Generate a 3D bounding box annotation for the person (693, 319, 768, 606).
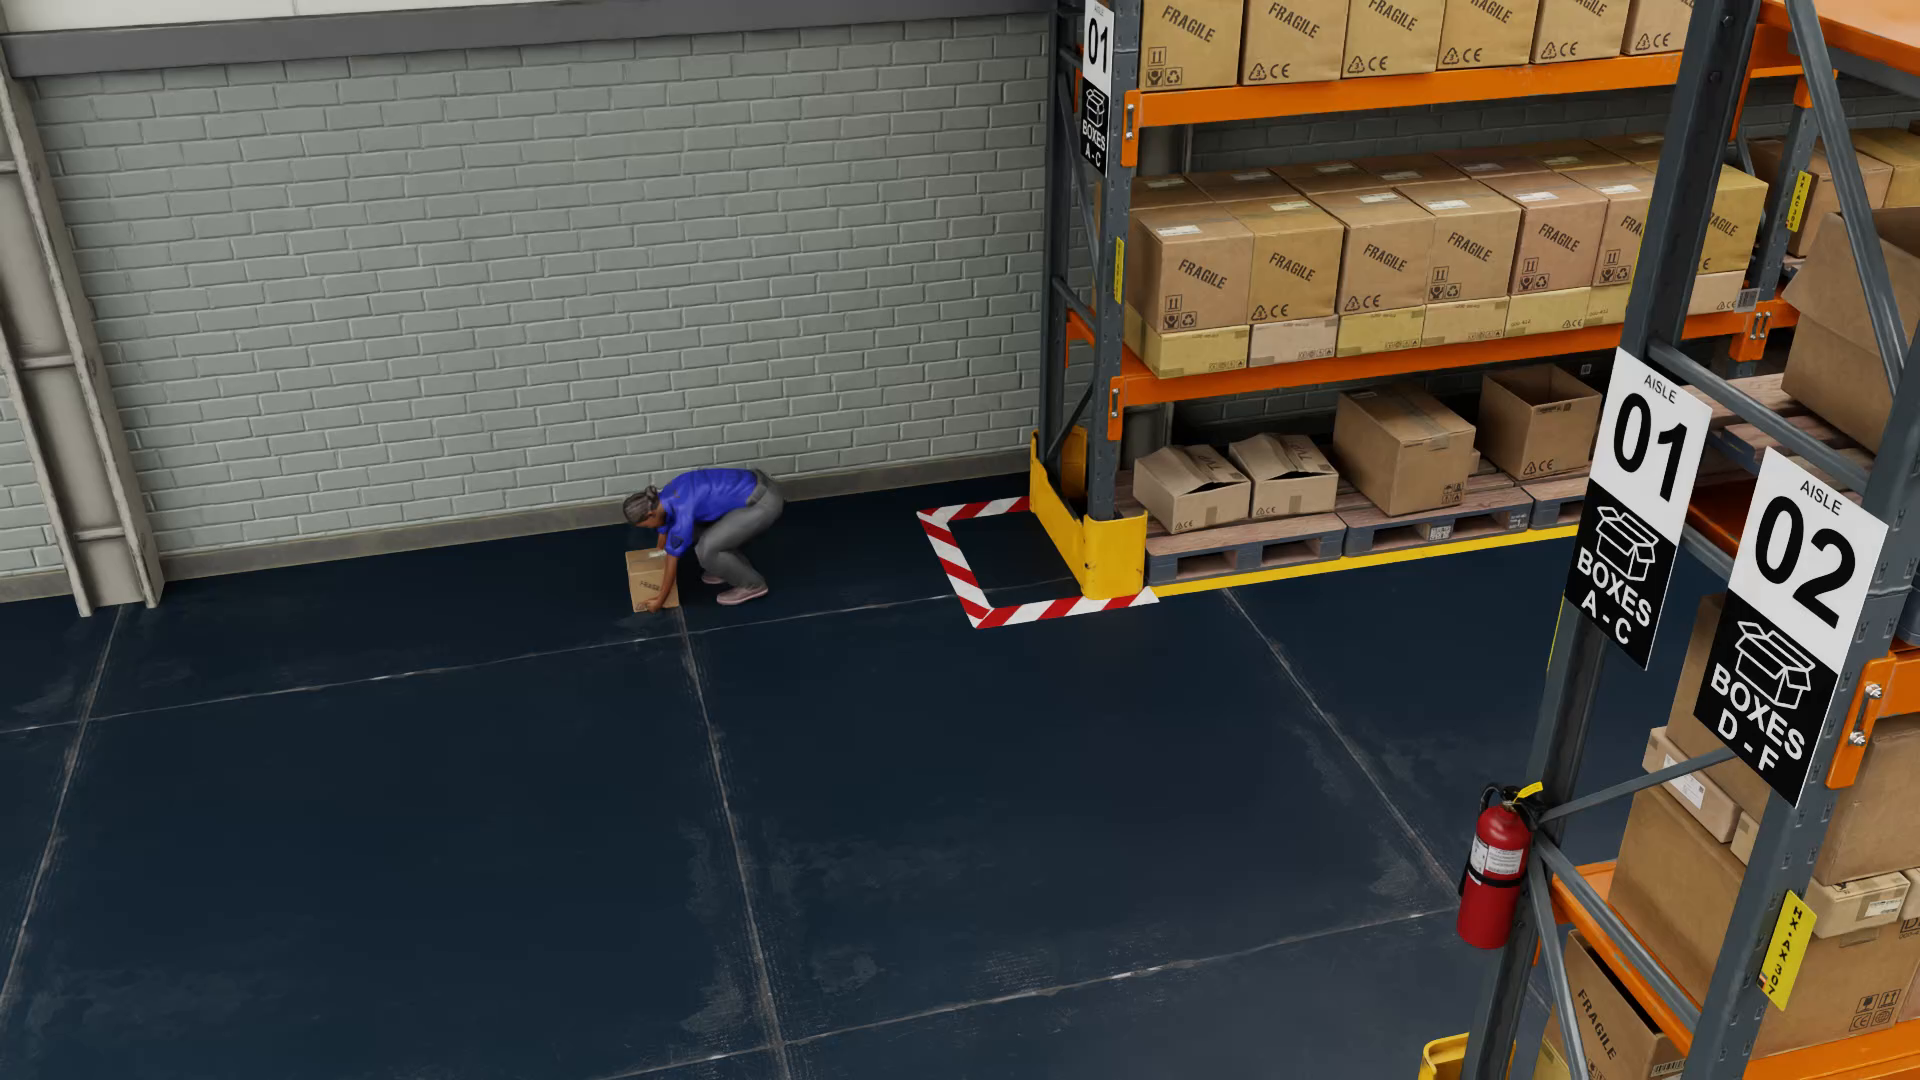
[{"bbox_3d":[-1.226,-0.447,8.999,0.350,1.653,0.517,-9,32,-15],"label":"person"}]
